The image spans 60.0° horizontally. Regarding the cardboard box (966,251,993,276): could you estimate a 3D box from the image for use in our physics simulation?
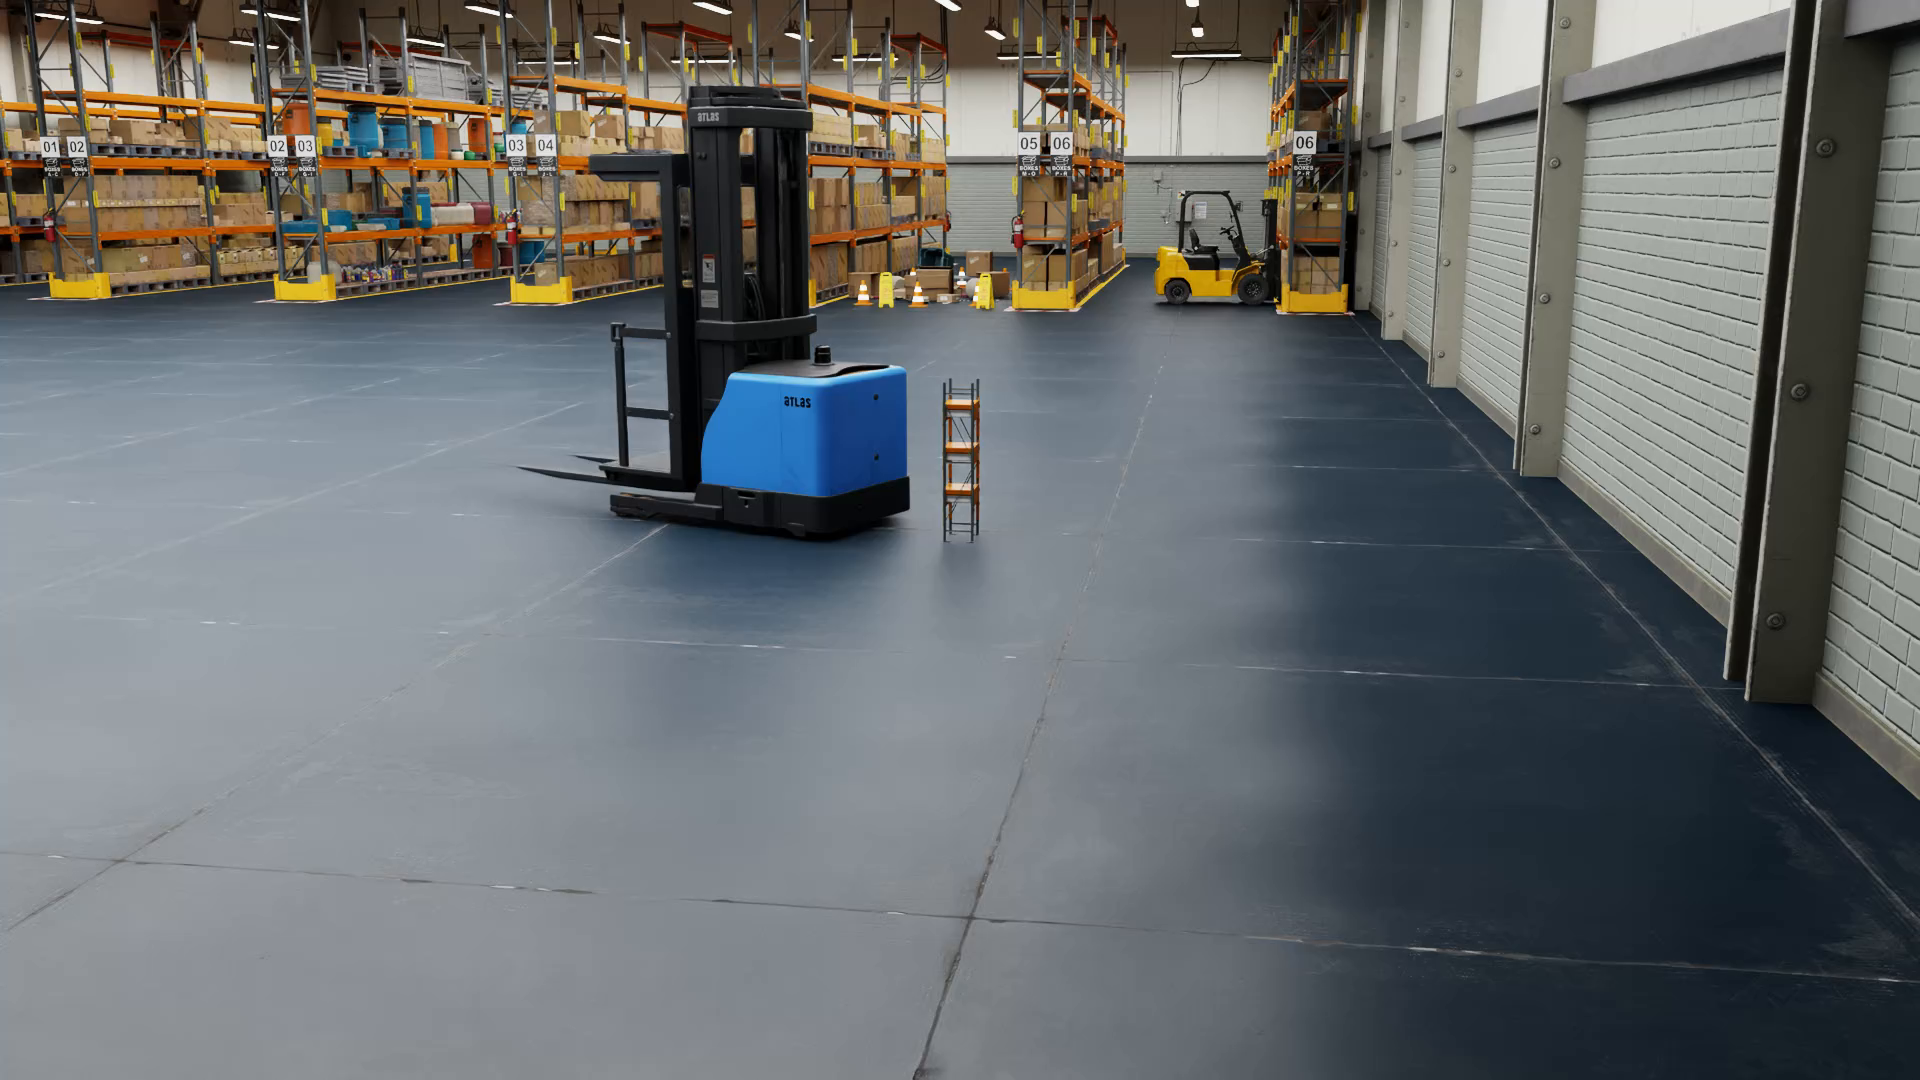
[{"bbox_3d":[0.414,-5.840,35.106,0.500,0.500,0.500,2,12,9],"label":"cardboard box"}]

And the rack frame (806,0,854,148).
[{"bbox_3d":[-2.729,-9.712,34.698,1.000,3.000,0.127,2,12,9],"label":"rack frame"}]

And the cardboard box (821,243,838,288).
[{"bbox_3d":[-3.030,-5.630,34.042,0.875,0.875,0.875,2,12,9],"label":"cardboard box"}]

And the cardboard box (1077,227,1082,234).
[{"bbox_3d":[2.204,-6.122,32.876,0.380,0.149,0.250,2,12,9],"label":"cardboard box"}]

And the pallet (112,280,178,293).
[{"bbox_3d":[-17.751,-5.501,36.017,1.003,0.211,1.213,2,12,9],"label":"pallet"}]

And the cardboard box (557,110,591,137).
[{"bbox_3d":[-7.734,-8.334,33.293,0.500,0.500,0.500,2,12,8],"label":"cardboard box"}]

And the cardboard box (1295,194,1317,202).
[{"bbox_3d":[6.315,-6.240,30.345,0.380,0.149,0.250,2,12,9],"label":"cardboard box"}]

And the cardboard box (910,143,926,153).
[{"bbox_3d":[-1.187,-10.174,43.134,0.500,0.250,0.500,2,12,11],"label":"cardboard box"}]

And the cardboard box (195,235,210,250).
[{"bbox_3d":[-21.039,-8.123,45.670,0.750,0.750,0.750,2,12,9],"label":"cardboard box"}]

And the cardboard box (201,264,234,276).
[{"bbox_3d":[-17.095,-6.220,38.264,0.500,0.250,0.500,2,12,7],"label":"cardboard box"}]

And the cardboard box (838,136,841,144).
[{"bbox_3d":[-2.625,-8.079,33.605,0.380,0.149,0.250,2,12,10],"label":"cardboard box"}]

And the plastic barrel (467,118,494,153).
[{"bbox_3d":[-11.803,-9.954,40.924,0.600,0.830,0.708,2,12,9],"label":"plastic barrel"}]

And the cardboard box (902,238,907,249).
[{"bbox_3d":[-1.602,-7.306,40.930,0.500,0.250,0.500,2,12,9],"label":"cardboard box"}]

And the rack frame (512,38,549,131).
[{"bbox_3d":[-11.278,-11.720,44.014,1.000,3.000,0.127,2,12,9],"label":"rack frame"}]

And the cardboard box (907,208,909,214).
[{"bbox_3d":[-1.482,-8.280,41.893,0.380,0.149,0.250,1,12,6],"label":"cardboard box"}]

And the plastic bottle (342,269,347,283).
[{"bbox_3d":[-13.103,-5.621,35.358,0.061,0.283,0.133,2,12,9],"label":"plastic bottle"}]

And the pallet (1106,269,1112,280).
[{"bbox_3d":[3.179,-6.524,40.766,1.003,0.211,1.213,2,12,9],"label":"pallet"}]

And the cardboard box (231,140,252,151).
[{"bbox_3d":[-17.047,-9.277,39.160,0.500,0.250,0.500,1,12,4],"label":"cardboard box"}]

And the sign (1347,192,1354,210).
[{"bbox_3d":[7.015,-6.090,29.889,0.100,0.325,0.005,2,12,9],"label":"sign"}]

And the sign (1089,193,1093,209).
[{"bbox_3d":[2.715,-7.047,34.518,0.100,0.325,0.005,2,12,9],"label":"sign"}]

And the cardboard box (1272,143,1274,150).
[{"bbox_3d":[7.672,-9.428,39.865,0.380,0.149,0.250,2,12,10],"label":"cardboard box"}]

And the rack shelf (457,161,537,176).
[{"bbox_3d":[-11.585,-9.485,42.474,1.077,0.370,4.000,2,12,9],"label":"rack shelf"}]

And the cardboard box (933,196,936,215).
[{"bbox_3d":[-0.938,-9.053,44.939,0.500,0.500,0.500,3,12,11],"label":"cardboard box"}]

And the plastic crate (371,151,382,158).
[{"bbox_3d":[-12.356,-8.112,35.019,0.243,0.136,0.396,2,12,9],"label":"plastic crate"}]

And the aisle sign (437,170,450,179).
[{"bbox_3d":[-15.243,-11.056,49.004,0.394,0.787,0.004,2,12,9],"label":"aisle sign"}]

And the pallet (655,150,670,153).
[{"bbox_3d":[-7.258,-8.677,37.460,1.213,0.211,1.003,2,12,9],"label":"pallet"}]

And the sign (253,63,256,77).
[{"bbox_3d":[-17.325,-11.559,40.864,0.100,0.325,0.005,2,12,9],"label":"sign"}]

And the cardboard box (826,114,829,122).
[{"bbox_3d":[-2.782,-8.258,32.541,0.380,0.149,0.250,2,12,8],"label":"cardboard box"}]

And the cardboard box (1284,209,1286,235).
[{"bbox_3d":[6.518,-6.126,32.064,0.500,0.500,0.500,2,12,9],"label":"cardboard box"}]

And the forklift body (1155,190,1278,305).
[{"bbox_3d":[4.957,-5.686,32.273,2.313,2.155,1.214,2,12,9],"label":"forklift body"}]

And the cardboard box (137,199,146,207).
[{"bbox_3d":[-17.548,-7.159,35.315,0.380,0.149,0.250,2,12,8],"label":"cardboard box"}]

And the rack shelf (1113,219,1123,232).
[{"bbox_3d":[3.716,-8.370,44.419,1.077,0.370,4.000,2,12,9],"label":"rack shelf"}]

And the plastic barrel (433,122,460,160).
[{"bbox_3d":[-12.234,-9.502,39.653,0.600,0.901,0.600,0,12,0],"label":"plastic barrel"}]

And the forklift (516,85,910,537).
[{"bbox_3d":[-1.876,-1.660,11.739,3.031,2.935,1.130,7,14,31],"label":"forklift"}]

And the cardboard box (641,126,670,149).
[{"bbox_3d":[-6.985,-9.236,38.187,0.500,0.500,0.500,2,12,10],"label":"cardboard box"}]

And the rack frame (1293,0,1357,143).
[{"bbox_3d":[6.468,-8.580,29.445,1.000,3.000,0.127,2,12,9],"label":"rack frame"}]

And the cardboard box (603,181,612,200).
[{"bbox_3d":[-7.565,-7.333,34.584,0.500,0.500,0.500,2,12,9],"label":"cardboard box"}]

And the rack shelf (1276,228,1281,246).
[{"bbox_3d":[7.391,-6.545,35.949,1.077,0.370,4.000,2,12,9],"label":"rack shelf"}]

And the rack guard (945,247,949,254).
[{"bbox_3d":[-0.895,-8.040,47.111,1.175,0.500,0.348,2,12,9],"label":"rack guard"}]

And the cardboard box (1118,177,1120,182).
[{"bbox_3d":[4.115,-9.750,44.966,0.380,0.149,0.250,2,12,10],"label":"cardboard box"}]

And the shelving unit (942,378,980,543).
[{"bbox_3d":[0.008,-0.524,10.934,0.215,1.050,0.252,2,12,9],"label":"shelving unit"}]

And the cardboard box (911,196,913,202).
[{"bbox_3d":[-1.408,-8.672,42.301,0.380,0.149,0.250,2,12,7],"label":"cardboard box"}]

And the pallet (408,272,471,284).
[{"bbox_3d":[-12.241,-6.178,39.158,1.003,0.211,1.213,2,12,9],"label":"pallet"}]

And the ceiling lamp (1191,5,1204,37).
[{"bbox_3d":[6.013,-13.828,39.942,0.800,3.185,2.000,2,12,9],"label":"ceiling lamp"}]

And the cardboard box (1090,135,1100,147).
[{"bbox_3d":[2.664,-8.347,34.843,0.500,0.250,0.500,2,12,7],"label":"cardboard box"}]

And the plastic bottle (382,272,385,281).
[{"bbox_3d":[-12.422,-5.659,35.730,0.097,0.201,0.097,0,12,0],"label":"plastic bottle"}]

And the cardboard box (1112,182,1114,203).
[{"bbox_3d":[3.588,-8.742,41.826,0.500,0.500,0.500,2,12,10],"label":"cardboard box"}]

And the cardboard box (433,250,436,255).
[{"bbox_3d":[-15.548,-8.408,48.570,0.380,0.166,0.250,2,12,9],"label":"cardboard box"}]

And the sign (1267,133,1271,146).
[{"bbox_3d":[8.392,-10.889,45.206,0.100,0.325,0.005,2,12,9],"label":"sign"}]

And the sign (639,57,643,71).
[{"bbox_3d":[-7.548,-11.278,39.370,0.100,0.325,0.005,2,12,9],"label":"sign"}]
